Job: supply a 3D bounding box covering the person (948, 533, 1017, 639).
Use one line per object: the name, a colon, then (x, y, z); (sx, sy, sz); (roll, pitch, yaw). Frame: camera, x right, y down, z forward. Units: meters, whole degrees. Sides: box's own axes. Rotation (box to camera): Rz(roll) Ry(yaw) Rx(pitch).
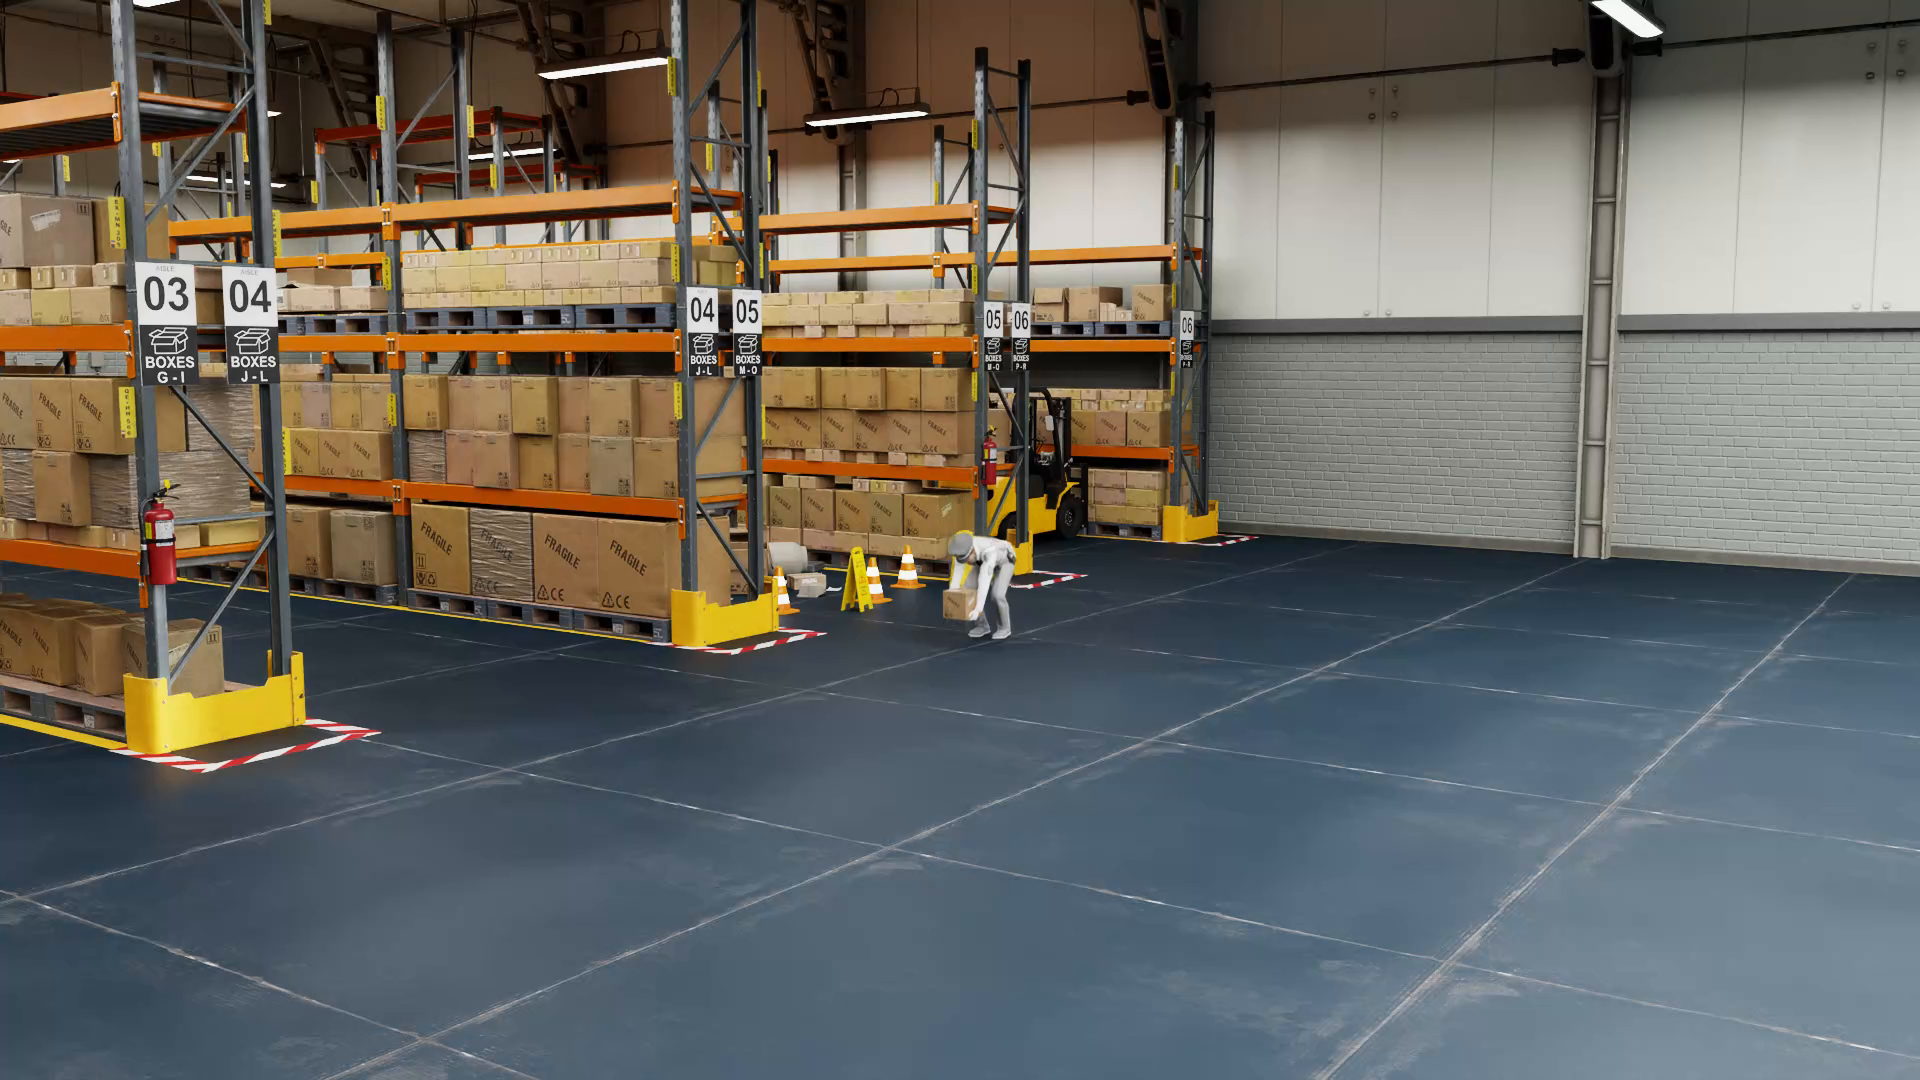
person: (0.186, 0.412, 15.237); (0.462, 1.019, 0.921); (4, 7, 31)
